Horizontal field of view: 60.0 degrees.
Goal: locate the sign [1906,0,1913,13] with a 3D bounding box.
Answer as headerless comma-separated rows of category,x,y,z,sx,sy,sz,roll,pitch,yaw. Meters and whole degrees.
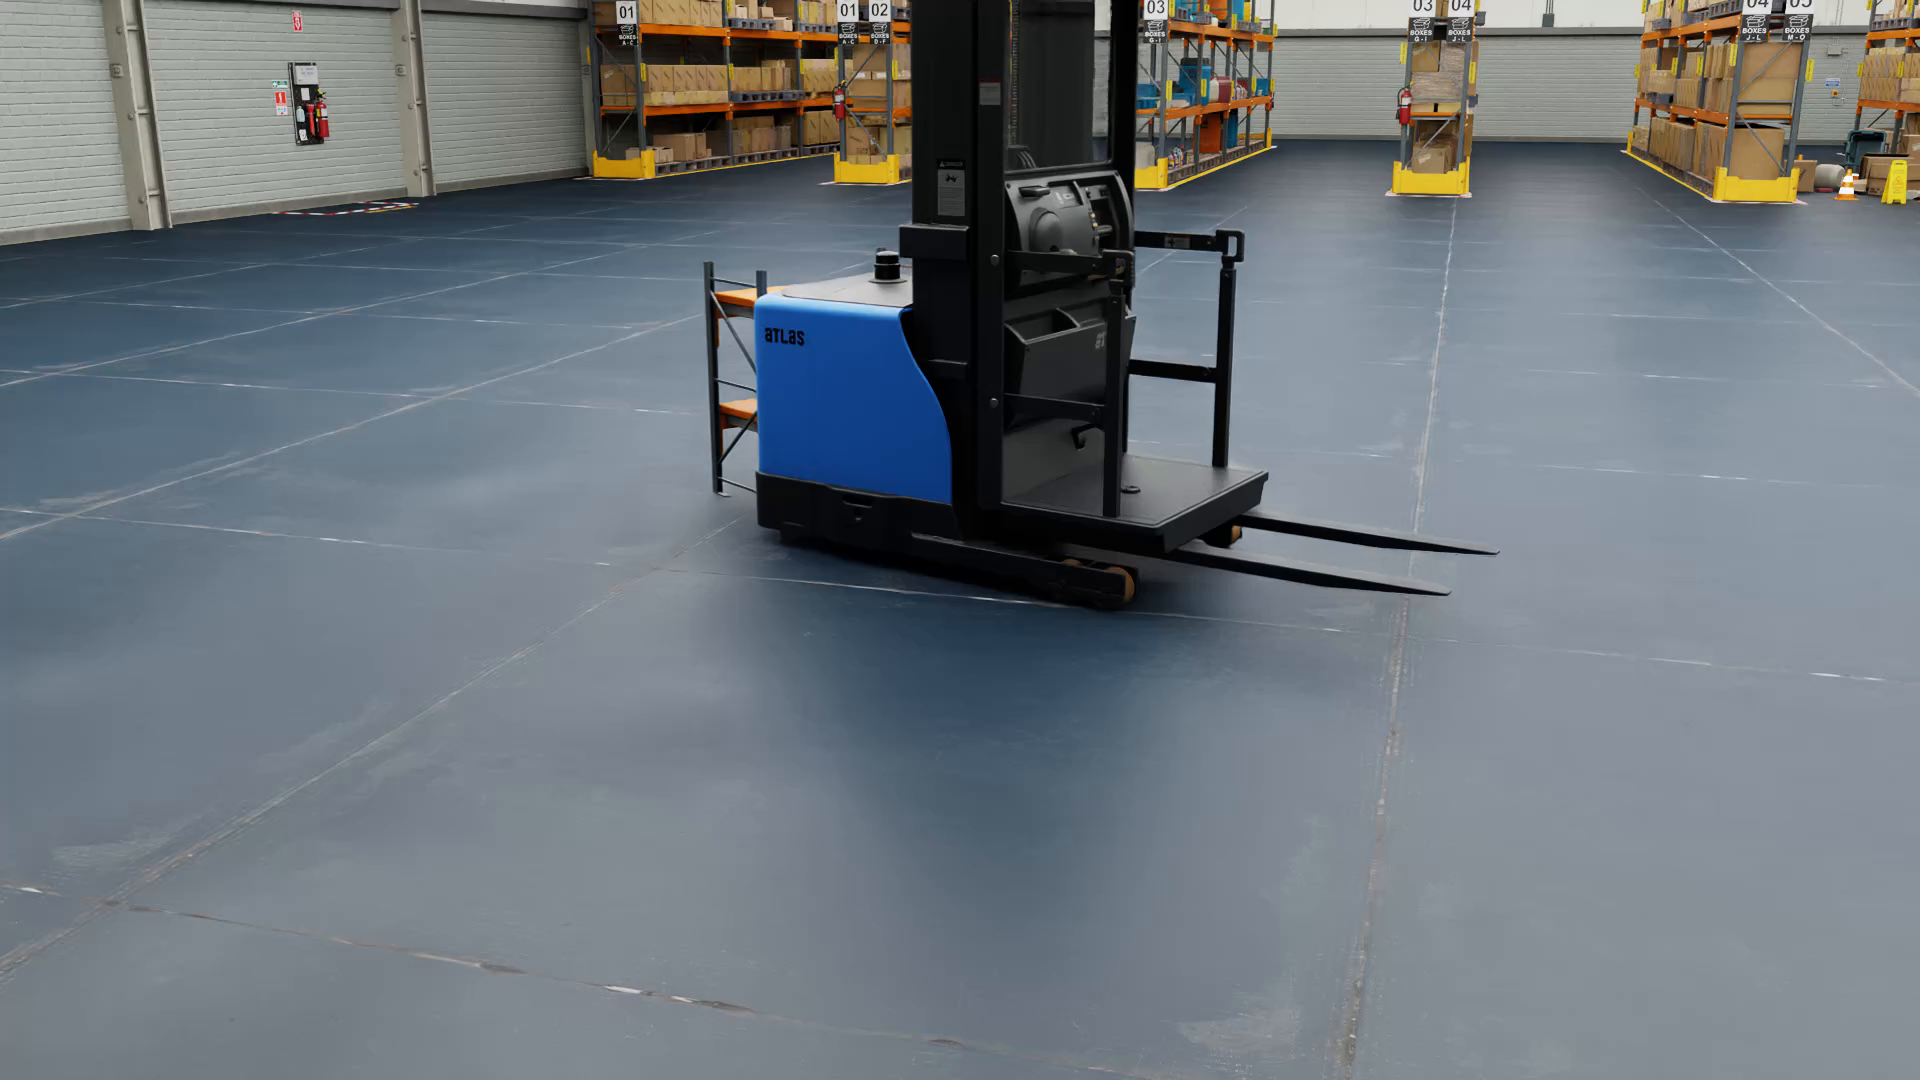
sign,20.179,-11.366,35.314,0.100,0.325,0.005,5,16,16

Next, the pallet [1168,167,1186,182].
pallet,3.612,-6.819,30.982,1.003,0.211,1.213,5,16,16

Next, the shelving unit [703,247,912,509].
shelving unit,-0.647,-0.810,8.123,1.048,1.125,0.538,-13,20,-38

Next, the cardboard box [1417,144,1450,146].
cardboard box,8.326,-6.705,29.283,0.500,0.500,0.500,6,17,21

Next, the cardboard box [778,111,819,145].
cardboard box,-3.839,-9.818,39.615,0.750,0.750,0.750,4,16,15

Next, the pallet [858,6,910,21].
pallet,-1.471,-9.575,30.255,1.003,0.211,1.213,5,16,16

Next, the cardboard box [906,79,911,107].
cardboard box,-1.261,-8.428,31.362,0.700,0.500,0.500,5,17,16

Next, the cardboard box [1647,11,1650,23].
cardboard box,16.552,-12.377,39.331,0.500,0.250,0.500,4,16,15

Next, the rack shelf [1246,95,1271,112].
rack shelf,7.029,-10.923,41.661,1.077,0.370,4.000,5,16,16

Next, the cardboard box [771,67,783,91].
cardboard box,-4.431,-10.455,37.704,0.700,0.500,0.500,3,16,11

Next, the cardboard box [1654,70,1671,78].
cardboard box,15.089,-9.978,35.612,0.380,0.149,0.250,4,16,15

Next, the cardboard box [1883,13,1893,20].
cardboard box,21.318,-11.945,37.957,0.380,0.149,0.250,5,17,18

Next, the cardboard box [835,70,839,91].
cardboard box,-3.213,-11.310,40.940,0.500,0.500,0.500,5,16,16

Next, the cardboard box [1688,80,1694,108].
cardboard box,13.699,-8.195,30.542,0.500,0.500,0.500,4,16,15

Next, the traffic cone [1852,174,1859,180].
traffic cone,16.572,-6.866,30.689,0.336,0.463,0.334,5,16,16

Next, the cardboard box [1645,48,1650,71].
cardboard box,16.243,-11.172,38.660,0.500,0.500,0.500,4,16,14

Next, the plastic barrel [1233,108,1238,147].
plastic barrel,6.290,-9.797,39.450,0.600,0.901,0.708,5,16,16

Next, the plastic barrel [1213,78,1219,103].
plastic barrel,5.237,-9.467,35.006,0.421,0.512,0.421,0,16,0

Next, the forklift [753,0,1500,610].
forklift,0.621,-1.305,6.560,3.031,2.935,1.130,10,19,31

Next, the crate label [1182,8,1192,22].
crate label,3.900,-9.442,29.896,0.502,0.251,0.408,5,16,16

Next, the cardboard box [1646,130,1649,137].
cardboard box,15.823,-9.251,37.811,0.380,0.149,0.250,5,17,17

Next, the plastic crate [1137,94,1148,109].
plastic crate,3.096,-7.858,29.810,0.499,0.251,0.408,5,16,16

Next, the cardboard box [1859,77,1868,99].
cardboard box,21.436,-10.584,38.966,0.500,0.500,0.500,4,16,15

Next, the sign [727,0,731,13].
sign,-4.789,-11.073,34.426,0.100,0.325,0.005,5,16,16

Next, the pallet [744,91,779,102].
pallet,-4.698,-9.854,36.926,1.003,0.211,1.213,5,16,16

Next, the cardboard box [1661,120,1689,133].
cardboard box,14.876,-8.597,34.577,0.500,0.250,0.500,5,17,17

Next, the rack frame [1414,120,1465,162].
rack frame,10.073,-9.315,34.674,1.000,3.000,0.127,5,16,16

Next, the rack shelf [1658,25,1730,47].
rack shelf,15.368,-10.524,34.758,1.077,0.370,4.000,5,16,16

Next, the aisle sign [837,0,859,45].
aisle sign,-1.997,-9.248,29.672,0.394,0.787,0.004,5,16,16

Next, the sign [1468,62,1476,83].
sign,8.320,-7.597,27.029,0.100,0.325,0.005,5,16,16

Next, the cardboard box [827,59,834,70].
cardboard box,-3.369,-11.534,40.356,0.500,0.250,0.500,4,16,15

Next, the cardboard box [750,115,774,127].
cardboard box,-4.551,-9.501,37.728,0.500,0.250,0.500,5,17,17

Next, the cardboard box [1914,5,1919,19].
cardboard box,20.233,-11.070,34.840,0.396,0.266,0.258,4,16,15

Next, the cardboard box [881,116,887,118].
cardboard box,-1.938,-11.566,45.234,0.380,0.149,0.250,5,17,17

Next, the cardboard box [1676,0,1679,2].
cardboard box,15.012,-11.228,34.334,0.396,0.266,0.258,5,16,16

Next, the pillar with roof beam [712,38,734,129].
pillar with roof beam,-1.245,-12.747,35.778,9.100,9.000,0.400,5,16,16

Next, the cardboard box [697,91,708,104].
cardboard box,-5.433,-8.949,33.620,0.500,0.250,0.500,5,16,16

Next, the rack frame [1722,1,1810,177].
rack frame,12.526,-6.811,25.846,1.000,3.000,0.127,5,16,16

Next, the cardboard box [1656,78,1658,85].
cardboard box,14.941,-9.698,35.170,0.380,0.149,0.250,4,16,15

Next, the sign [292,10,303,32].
sign,-9.620,-7.532,24.140,0.001,0.298,0.199,5,16,16

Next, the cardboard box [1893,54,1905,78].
cardboard box,20.581,-10.267,36.015,0.500,0.500,0.500,4,16,15

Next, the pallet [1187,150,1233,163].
pallet,5.508,-8.567,37.147,1.003,0.211,1.213,5,16,16

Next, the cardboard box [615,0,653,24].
cardboard box,-6.113,-9.943,31.172,0.500,0.500,0.500,5,17,17

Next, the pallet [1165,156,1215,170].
pallet,4.718,-7.840,34.583,1.003,0.211,1.213,5,16,16

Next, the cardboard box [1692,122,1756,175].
cardboard box,13.417,-6.878,29.207,0.875,0.875,0.875,5,17,17

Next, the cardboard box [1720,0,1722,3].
cardboard box,12.874,-9.028,27.671,0.380,0.149,0.250,5,16,16

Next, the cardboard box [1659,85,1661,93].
cardboard box,14.719,-9.347,34.477,0.380,0.149,0.250,4,16,15

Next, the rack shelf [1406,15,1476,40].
rack shelf,8.368,-8.842,28.829,1.077,0.370,4.000,5,16,16
